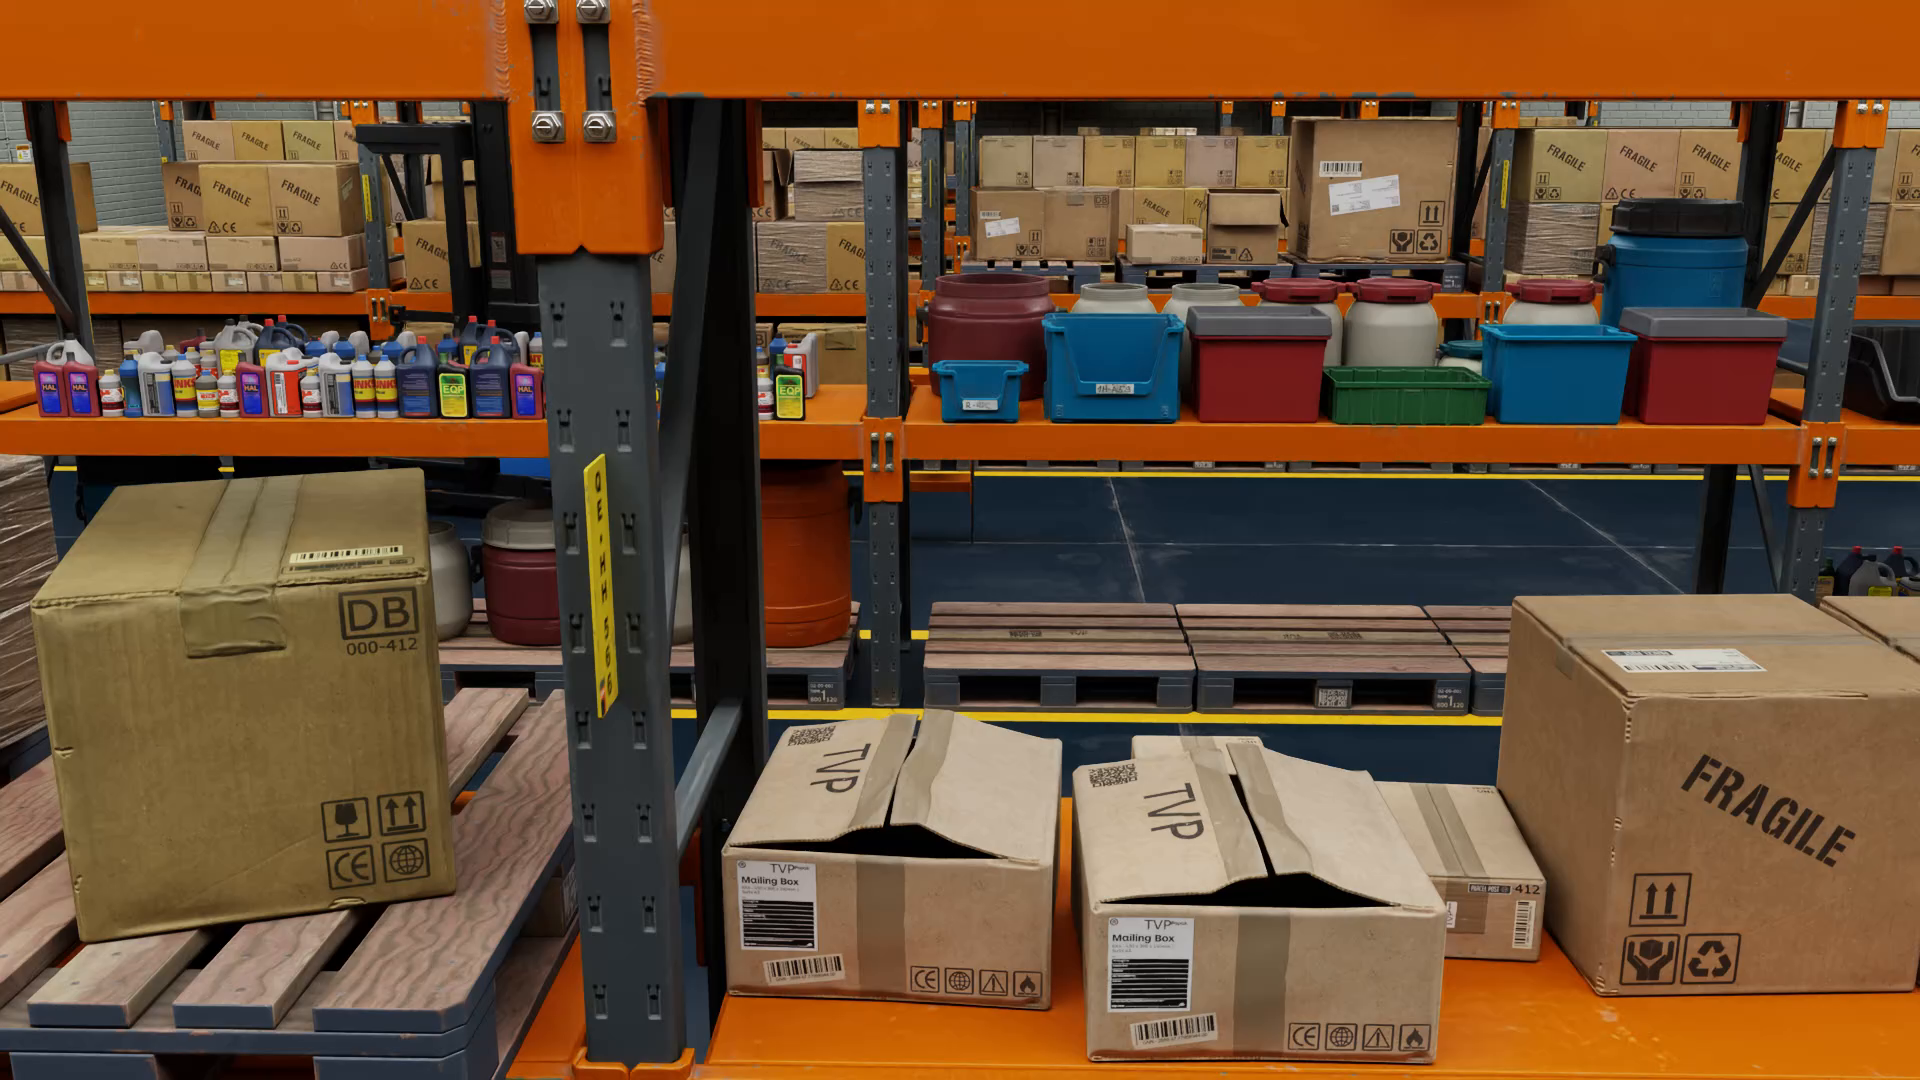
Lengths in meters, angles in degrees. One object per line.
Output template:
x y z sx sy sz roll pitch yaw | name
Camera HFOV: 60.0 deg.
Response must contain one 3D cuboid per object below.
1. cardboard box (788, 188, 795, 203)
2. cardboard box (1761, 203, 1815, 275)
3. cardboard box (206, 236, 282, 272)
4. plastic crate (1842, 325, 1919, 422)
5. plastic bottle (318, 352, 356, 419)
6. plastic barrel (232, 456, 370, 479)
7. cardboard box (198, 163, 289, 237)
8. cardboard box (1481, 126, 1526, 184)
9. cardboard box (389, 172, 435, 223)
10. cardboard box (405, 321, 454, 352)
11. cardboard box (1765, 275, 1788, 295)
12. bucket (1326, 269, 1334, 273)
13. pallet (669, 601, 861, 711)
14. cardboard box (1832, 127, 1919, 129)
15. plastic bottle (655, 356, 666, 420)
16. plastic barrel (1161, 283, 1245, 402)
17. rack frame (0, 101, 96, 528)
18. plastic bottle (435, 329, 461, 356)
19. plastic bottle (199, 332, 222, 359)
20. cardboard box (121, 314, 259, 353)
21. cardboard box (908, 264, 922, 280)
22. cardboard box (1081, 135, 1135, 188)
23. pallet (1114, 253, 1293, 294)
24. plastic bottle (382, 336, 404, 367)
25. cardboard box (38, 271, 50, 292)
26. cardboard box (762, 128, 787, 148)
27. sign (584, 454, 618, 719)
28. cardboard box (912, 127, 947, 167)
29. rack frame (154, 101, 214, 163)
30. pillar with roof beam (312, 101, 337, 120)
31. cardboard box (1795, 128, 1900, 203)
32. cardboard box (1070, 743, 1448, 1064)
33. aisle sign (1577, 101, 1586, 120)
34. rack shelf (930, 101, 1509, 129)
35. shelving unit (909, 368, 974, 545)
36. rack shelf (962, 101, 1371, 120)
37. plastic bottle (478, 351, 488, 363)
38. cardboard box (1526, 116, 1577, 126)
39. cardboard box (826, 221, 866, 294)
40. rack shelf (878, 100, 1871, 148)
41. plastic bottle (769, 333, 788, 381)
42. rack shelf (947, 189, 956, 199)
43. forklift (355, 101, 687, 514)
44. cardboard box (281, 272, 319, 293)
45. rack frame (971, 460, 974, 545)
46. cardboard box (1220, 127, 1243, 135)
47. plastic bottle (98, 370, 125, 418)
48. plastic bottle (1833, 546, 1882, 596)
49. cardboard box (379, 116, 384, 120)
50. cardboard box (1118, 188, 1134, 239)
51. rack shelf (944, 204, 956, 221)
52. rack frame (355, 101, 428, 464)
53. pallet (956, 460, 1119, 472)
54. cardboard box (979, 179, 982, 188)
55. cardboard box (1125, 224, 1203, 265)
-1.763 -3.469 16.696 0.250 0.149 0.380 1 15 3 | cardboard box
5.751 -2.228 12.127 0.500 0.500 0.875 0 15 1 | cardboard box
-5.160 -2.121 12.209 0.500 0.250 0.500 1 15 3 | cardboard box
4.197 -0.730 7.347 0.504 0.338 0.767 0 15 1 | plastic crate
-2.710 -0.680 7.280 0.135 0.276 0.152 0 15 1 | plastic bottle
-3.070 -0.024 7.839 0.708 0.901 0.600 0 15 1 | plastic barrel
-5.162 -2.484 12.115 0.500 0.500 0.500 1 15 2 | cardboard box
5.488 -3.894 16.808 0.550 0.550 0.875 0 15 1 | cardboard box
-5.474 -3.505 16.968 0.500 0.500 0.500 0 15 1 | cardboard box
-3.554 -1.287 12.681 0.875 0.875 1.225 0 15 2 | cardboard box
5.761 -1.863 12.012 0.250 0.149 0.380 0 15 1 | cardboard box
4.226 -3.062 19.503 0.620 0.611 0.726 -5 12 23 | bucket
-1.111 0.532 7.909 1.213 0.211 1.003 0 15 1 | pallet
6.759 -2.786 12.282 0.500 0.500 0.500 0 15 1 | cardboard box
-1.278 -0.661 7.219 0.097 0.271 0.097 0 15 0 | plastic bottle
1.133 -0.921 7.730 0.421 0.512 0.421 0 15 0 | plastic barrel
-4.321 -0.848 7.673 0.127 3.000 1.000 0 15 1 | rack frame
-2.451 -0.873 7.998 0.133 0.283 0.061 0 15 1 | plastic bottle
-3.553 -0.865 7.982 0.135 0.276 0.152 0 15 1 | plastic bottle
-5.752 -1.317 12.793 0.875 0.875 0.875 0 15 1 | cardboard box
-0.651 -2.772 17.574 0.500 0.250 0.500 0 15 -1 | cardboard box
1.499 -3.869 16.970 0.500 0.500 0.700 0 15 1 | cardboard box
1.784 -1.989 12.377 1.213 0.211 1.003 0 15 1 | pallet
-2.668 -0.825 7.840 0.097 0.271 0.097 0 15 0 | plastic bottle
-6.561 -1.921 12.234 0.250 0.149 0.380 0 15 1 | cardboard box
-2.498 -5.093 21.609 0.500 0.500 0.500 0 15 0 | cardboard box
-0.457 0.059 2.124 0.005 0.325 0.100 0 15 1 | sign
-0.429 -5.209 22.049 0.500 0.500 0.500 0 15 0 | cardboard box
-7.965 -3.401 17.351 0.127 3.000 1.000 0 15 1 | rack frame
-10.599 -7.980 22.947 0.400 9.000 9.100 0 15 1 | pillar with roof beam
6.246 -2.654 11.782 0.500 0.500 0.500 0 15 1 | cardboard box
0.437 0.540 2.588 0.500 0.311 0.500 0 15 1 | cardboard box
8.125 -5.895 21.709 0.004 0.787 0.394 0 15 1 | aisle sign
1.804 -3.174 12.021 4.000 0.370 1.077 0 15 1 | rack shelf
-0.165 -0.581 10.191 0.503 1.200 0.258 0 15 1 | shelving unit
2.031 -4.438 16.813 4.000 0.370 1.077 0 15 1 | rack shelf
-2.061 -0.704 7.358 0.133 0.283 0.061 0 15 1 | plastic bottle
7.539 -5.183 21.366 0.500 0.500 0.700 0 15 0 | cardboard box
-0.695 -2.073 12.121 0.500 0.500 0.500 1 15 3 | cardboard box
1.677 -1.911 7.234 4.000 0.370 1.077 0 15 1 | rack shelf
-0.862 -0.852 7.943 0.097 0.271 0.097 0 15 0 | plastic bottle
-1.819 -5.543 26.879 4.000 0.370 1.077 0 15 1 | rack shelf
-3.215 -1.710 11.076 3.031 2.935 1.130 6 16 20 | forklift
-4.766 -1.909 12.189 0.250 0.149 0.380 1 15 3 | cardboard box
0.078 -0.580 10.185 0.015 1.200 0.240 0 15 1 | rack frame
3.595 -5.388 22.008 0.250 0.149 0.380 0 15 1 | cardboard box
-3.716 -0.643 7.288 0.097 0.201 0.097 0 15 0 | plastic bottle
4.328 0.203 8.020 0.185 0.351 0.144 0 15 0 | plastic bottle
-7.592 -5.437 21.638 0.250 0.149 0.380 1 15 3 | cardboard box
1.486 -3.319 16.846 0.500 0.500 0.500 0 15 1 | cardboard box
-1.942 -4.277 22.081 4.000 0.370 1.077 0 15 1 | rack shelf
-4.194 -2.111 12.460 0.127 3.000 1.000 0 15 1 | rack frame
0.585 -0.731 12.696 1.213 0.211 1.003 0 15 1 | pallet
0.377 -4.644 21.731 0.250 0.149 0.380 0 15 -2 | cardboard box
1.474 -2.146 12.063 0.500 0.250 0.500 0 15 0 | cardboard box
